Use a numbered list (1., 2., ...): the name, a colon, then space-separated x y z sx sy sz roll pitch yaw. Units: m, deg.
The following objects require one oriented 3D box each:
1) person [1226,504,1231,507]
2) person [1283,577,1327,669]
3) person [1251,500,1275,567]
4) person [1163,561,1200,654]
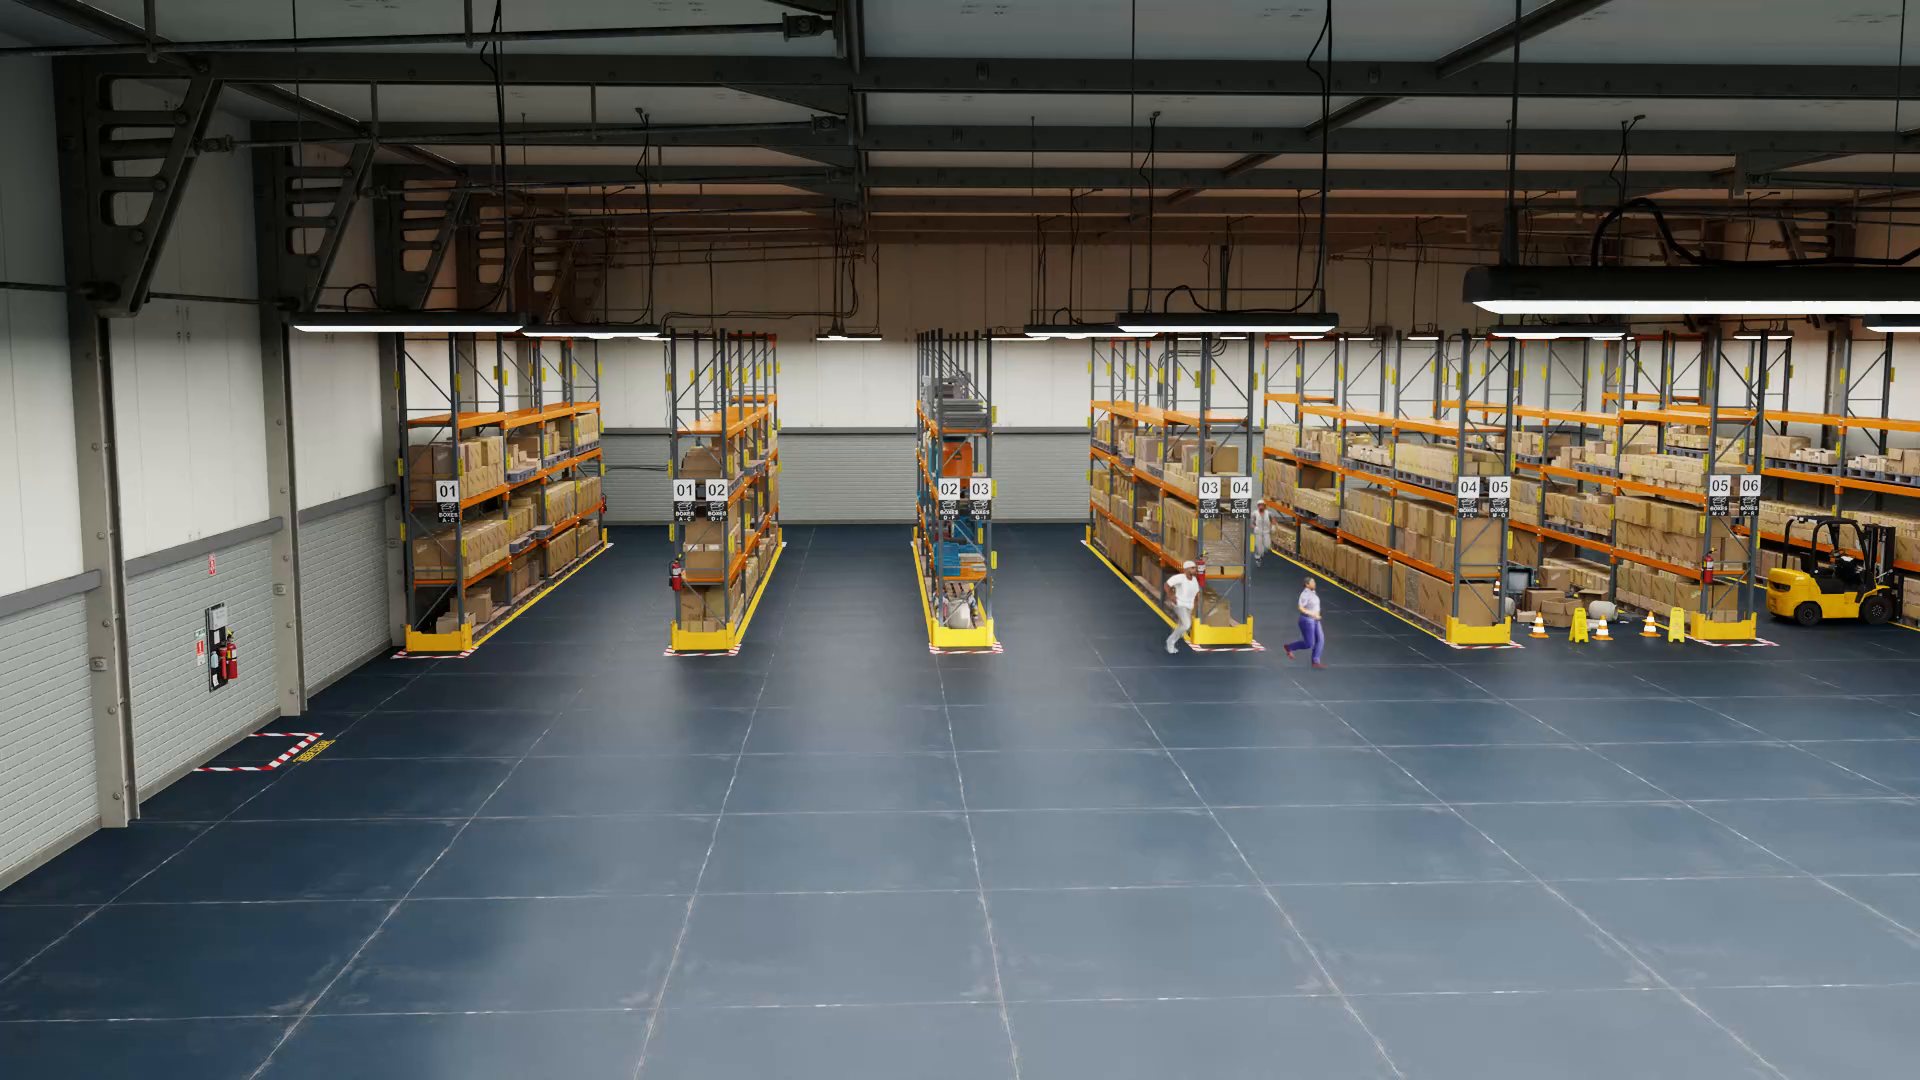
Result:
1. person: 7.466 -0.719 47.538 0.749 1.738 0.691 2 7 13
2. person: 6.166 1.455 29.527 0.779 1.631 0.607 4 8 31
3. person: 7.756 -0.159 42.587 0.695 1.738 0.701 0 7 1
4. person: 4.164 1.236 30.845 0.730 1.716 0.612 -6 9 -43
